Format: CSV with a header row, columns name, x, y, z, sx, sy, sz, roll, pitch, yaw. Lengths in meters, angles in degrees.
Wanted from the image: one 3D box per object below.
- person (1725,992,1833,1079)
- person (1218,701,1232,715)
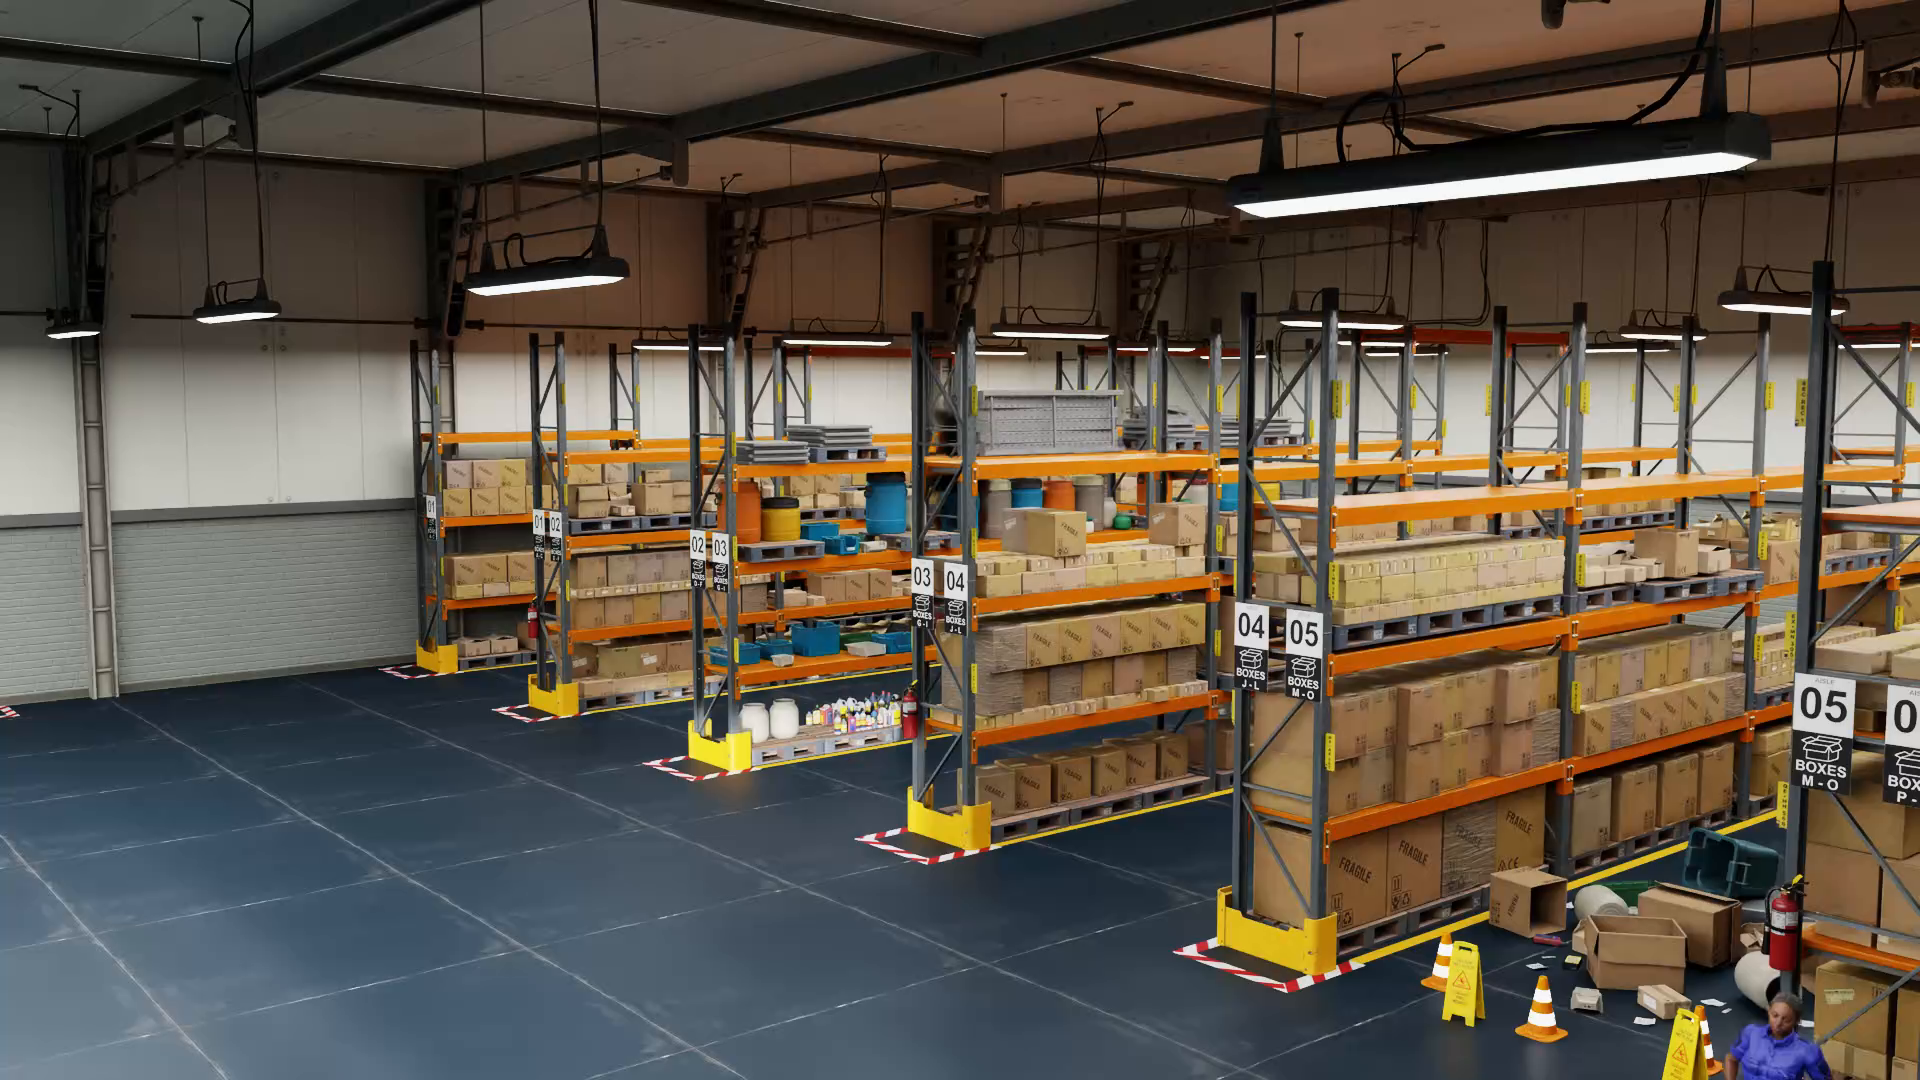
name,x,y,z,sx,sy,sz,roll,pitch,yaw
person,4.767,3.427,9.753,0.932,1.629,0.621,-5,7,-44
person,3.694,1.840,24.536,1.045,1.574,0.724,-3,6,-27
